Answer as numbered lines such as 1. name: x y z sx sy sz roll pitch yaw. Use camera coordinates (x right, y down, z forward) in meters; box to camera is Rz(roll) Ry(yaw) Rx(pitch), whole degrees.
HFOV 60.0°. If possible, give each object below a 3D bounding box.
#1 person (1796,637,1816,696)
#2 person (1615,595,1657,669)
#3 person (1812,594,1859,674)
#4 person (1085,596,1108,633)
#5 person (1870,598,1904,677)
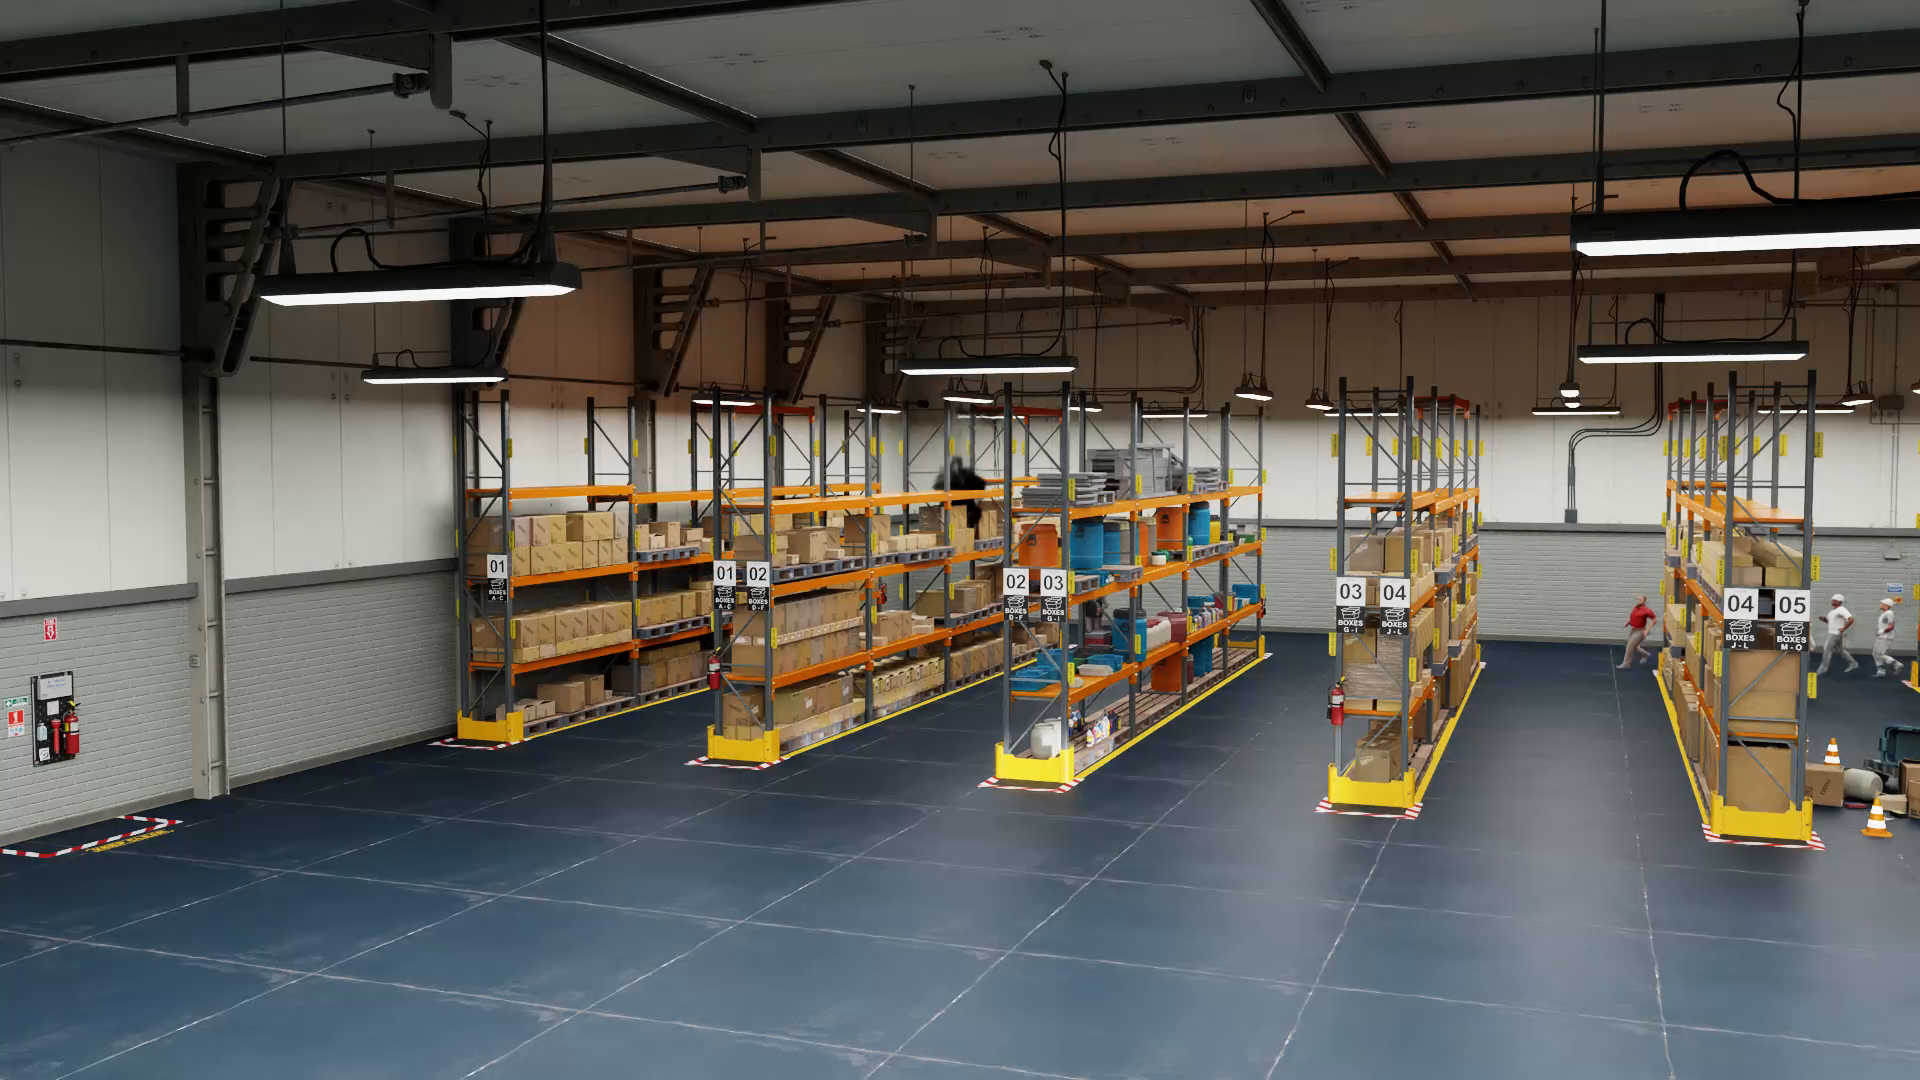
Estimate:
1. person: 16.936 2.391 33.529 0.543 1.559 0.544 0 3 6
2. person: 15.343 2.084 37.577 0.936 1.672 0.721 -1 3 -14
3. person: 19.287 2.078 36.608 0.939 1.779 0.690 1 3 21
4. person: 3.048 1.788 38.232 0.696 1.690 0.644 0 3 7
5. person: 20.274 2.152 36.324 0.637 1.759 0.687 1 3 23
